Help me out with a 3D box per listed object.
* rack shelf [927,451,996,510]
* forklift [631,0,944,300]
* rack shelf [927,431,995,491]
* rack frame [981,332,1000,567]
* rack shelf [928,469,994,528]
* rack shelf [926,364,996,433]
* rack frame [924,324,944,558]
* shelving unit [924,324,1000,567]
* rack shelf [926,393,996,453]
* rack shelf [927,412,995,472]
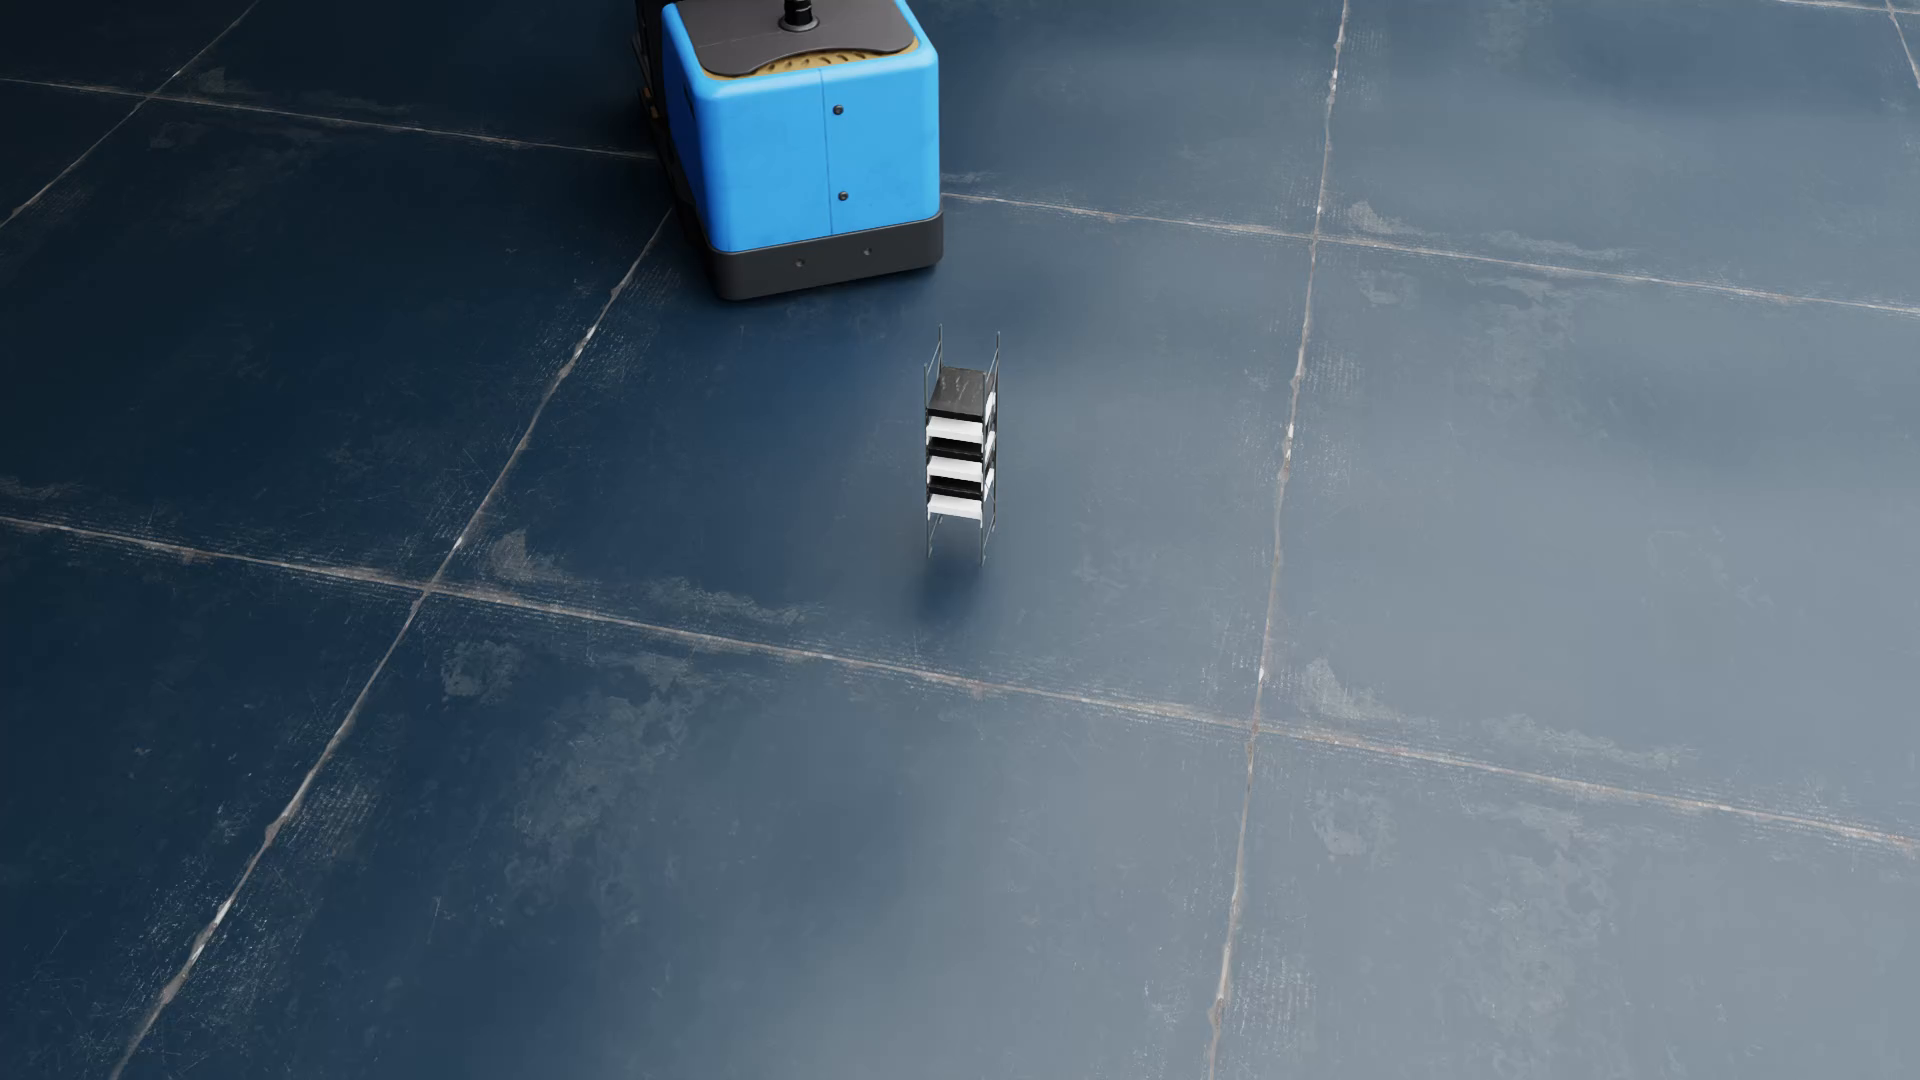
[{"bbox_3d":[0.008,-0.234,6.022,0.200,0.077,0.258,9,45,9],"label":"rack shelf"},{"bbox_3d":[-1.001,-3.137,7.396,1.130,2.935,3.031,-12,45,-12],"label":"forklift"},{"bbox_3d":[0.008,-0.299,5.960,0.200,0.077,0.258,9,45,9],"label":"rack shelf"},{"bbox_3d":[0.107,-0.308,5.921,0.006,0.900,0.240,9,45,9],"label":"rack frame"},{"bbox_3d":[0.008,-0.169,6.085,0.200,0.077,0.258,9,45,9],"label":"rack shelf"},{"bbox_3d":[0.008,-0.493,5.773,0.200,0.077,0.258,9,45,9],"label":"rack shelf"},{"bbox_3d":[-0.091,-0.338,5.953,0.006,0.900,0.240,9,45,9],"label":"rack frame"},{"bbox_3d":[0.008,-0.323,5.937,0.210,0.900,0.258,9,45,9],"label":"shelving unit"},{"bbox_3d":[0.008,-0.429,5.835,0.200,0.077,0.258,9,45,9],"label":"rack shelf"},{"bbox_3d":[0.008,-0.364,5.897,0.200,0.077,0.258,9,45,9],"label":"rack shelf"}]
